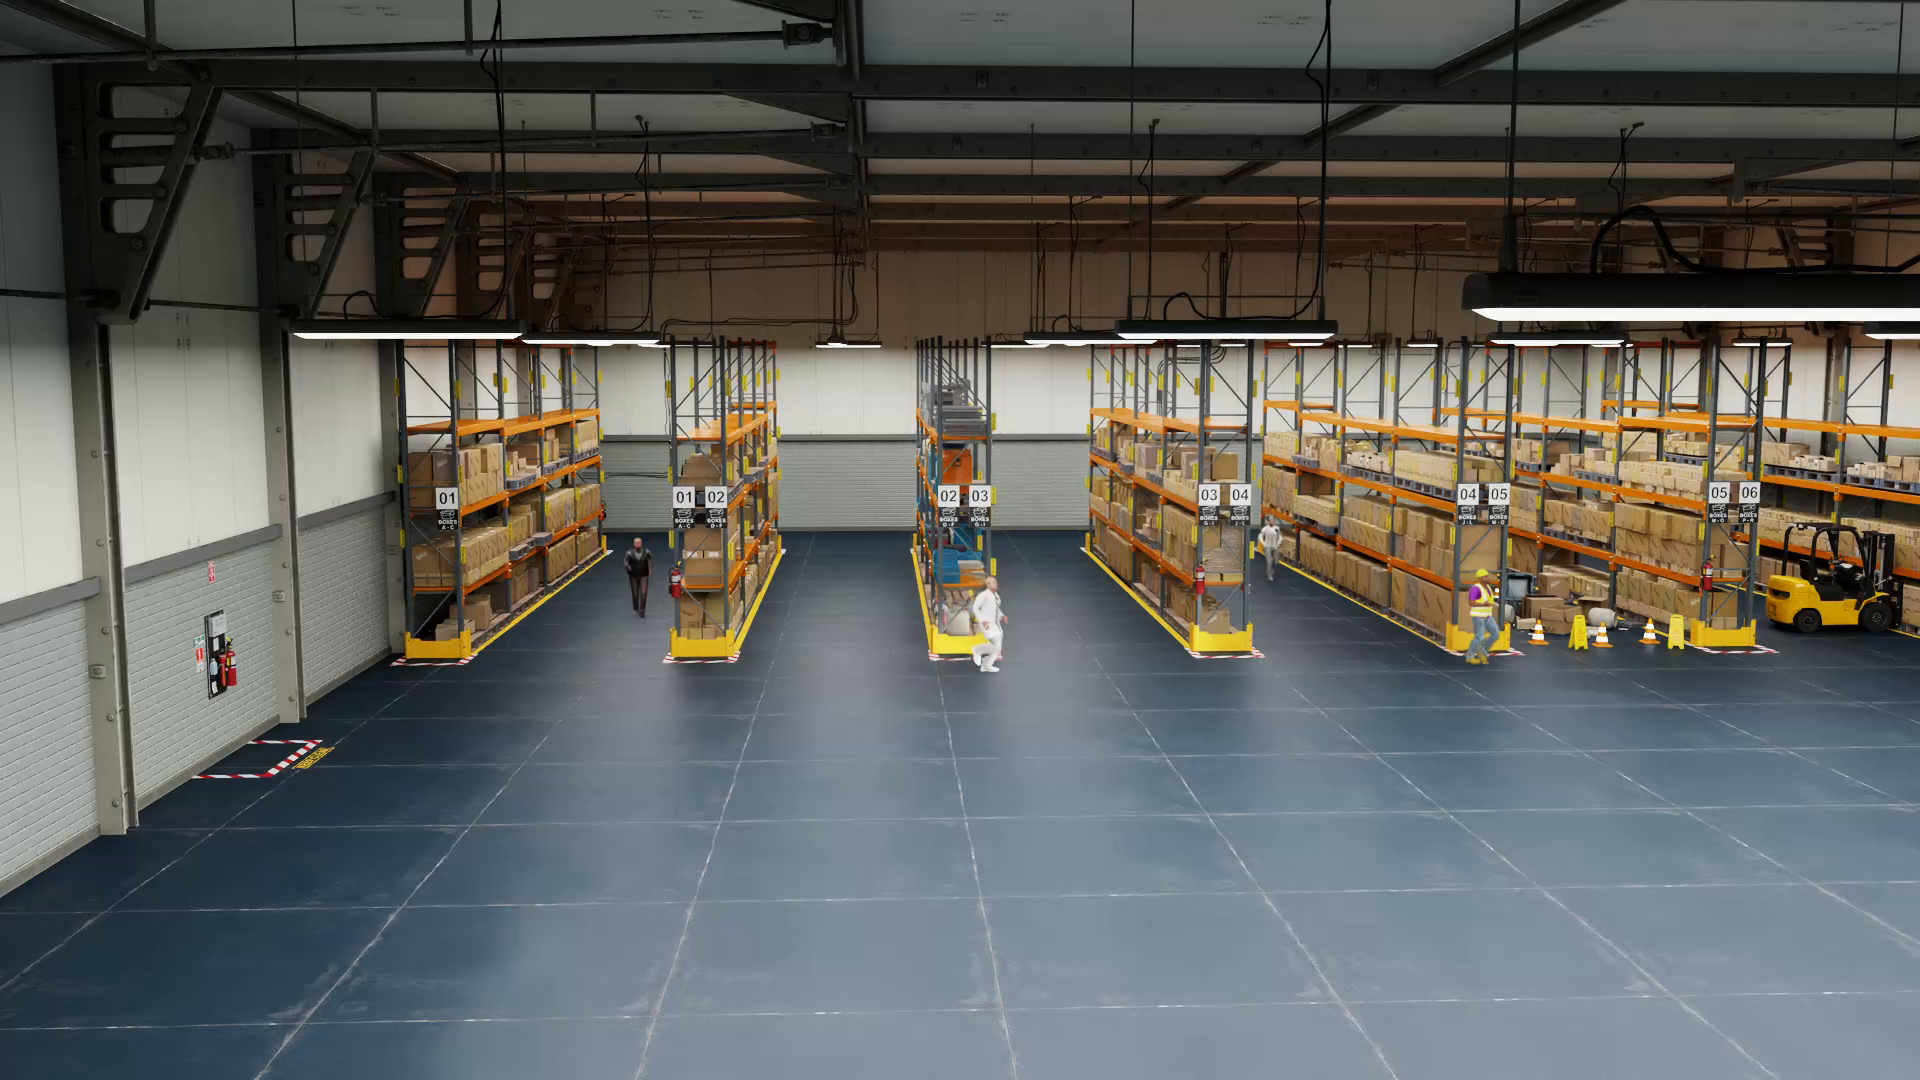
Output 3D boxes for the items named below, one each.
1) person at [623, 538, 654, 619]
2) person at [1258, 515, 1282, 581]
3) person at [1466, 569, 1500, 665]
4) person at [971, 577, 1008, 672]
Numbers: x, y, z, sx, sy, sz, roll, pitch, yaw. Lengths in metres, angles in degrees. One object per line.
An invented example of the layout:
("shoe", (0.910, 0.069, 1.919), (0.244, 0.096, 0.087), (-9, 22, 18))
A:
("person", (-6.941, 0.794, 35.932), (0.646, 1.712, 0.927), (-1, 7, -12))
("person", (7.769, 0.179, 41.611), (0.615, 1.647, 0.576), (0, 6, -1))
("person", (9.557, 1.419, 30.340), (0.703, 1.781, 0.627), (-5, 8, -37))
("person", (0.539, 1.509, 29.737), (0.633, 1.707, 0.694), (4, 7, 28))
